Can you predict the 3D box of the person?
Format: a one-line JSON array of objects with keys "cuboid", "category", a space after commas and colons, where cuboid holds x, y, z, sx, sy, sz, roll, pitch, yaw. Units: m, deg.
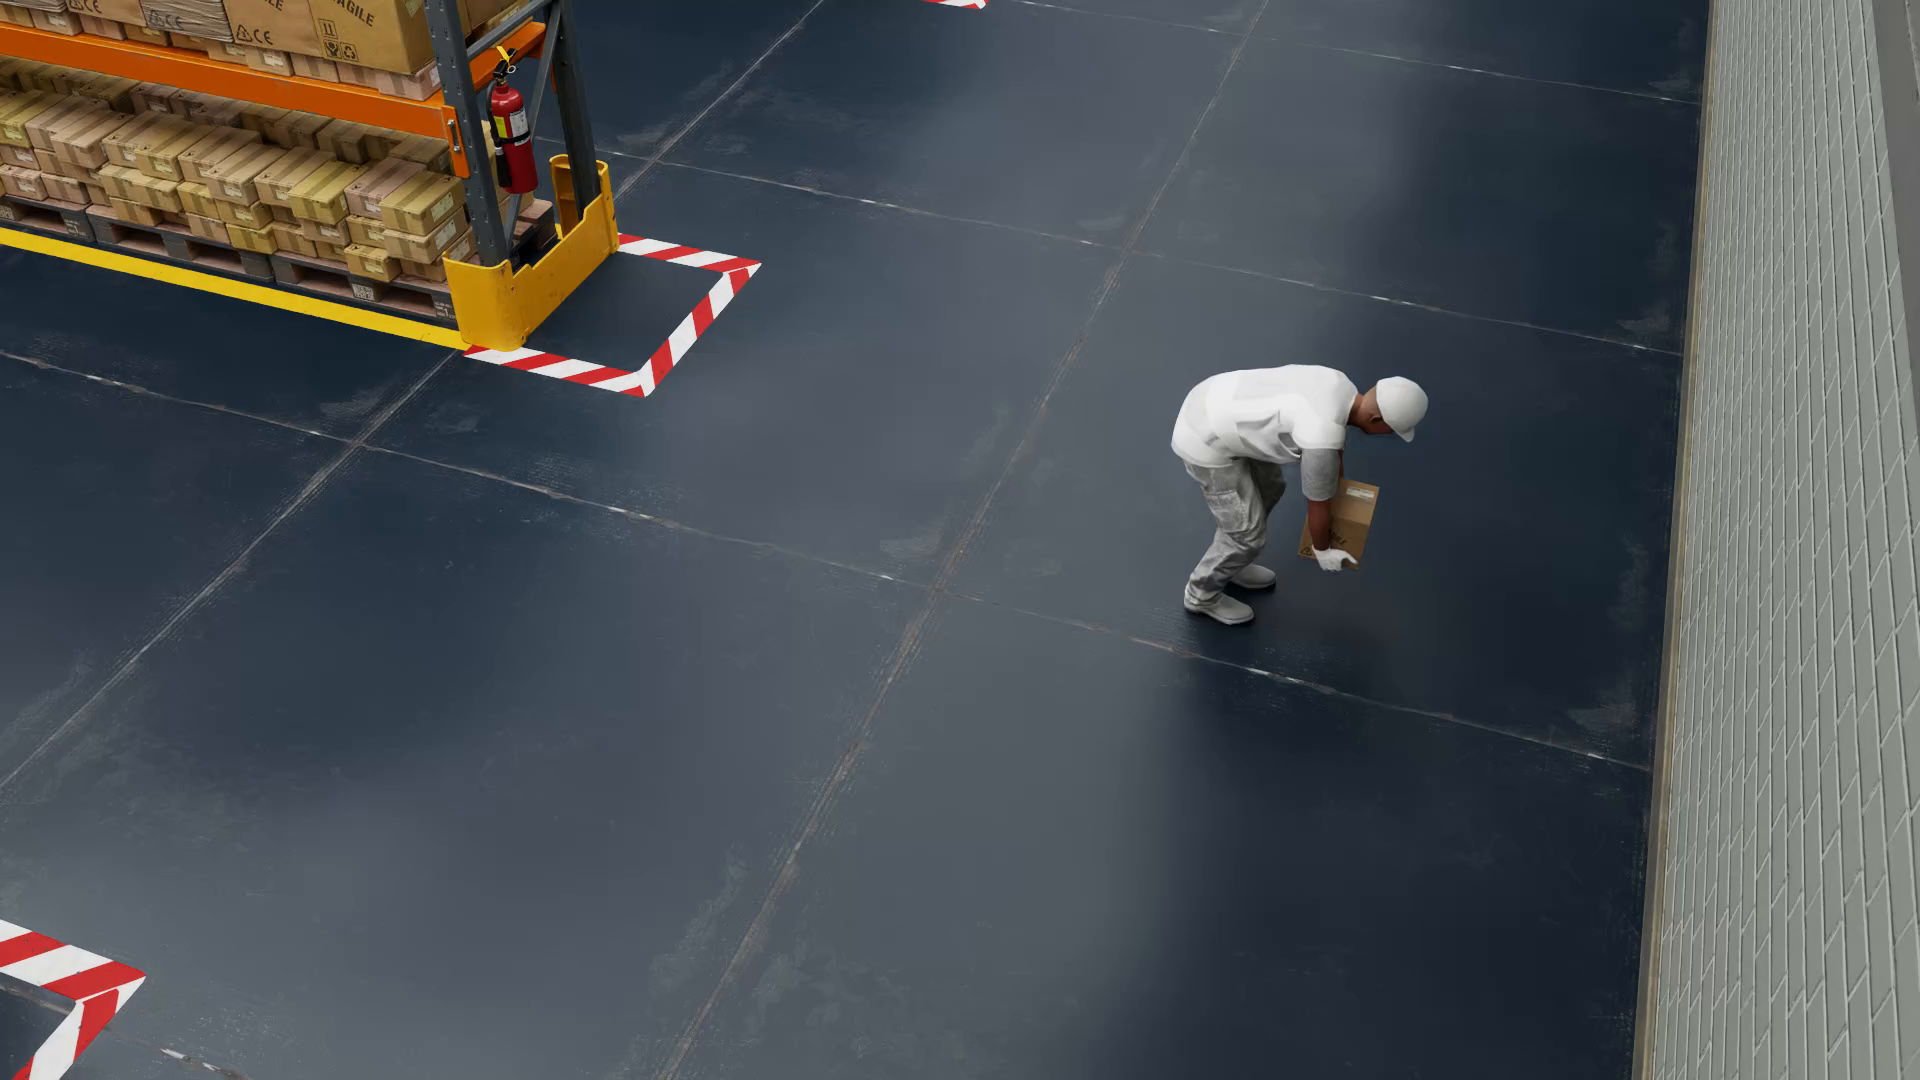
[{"cuboid": [1.329, -0.207, 6.791, 0.953, 1.238, 0.516, 12, 43, 13], "category": "person"}]
